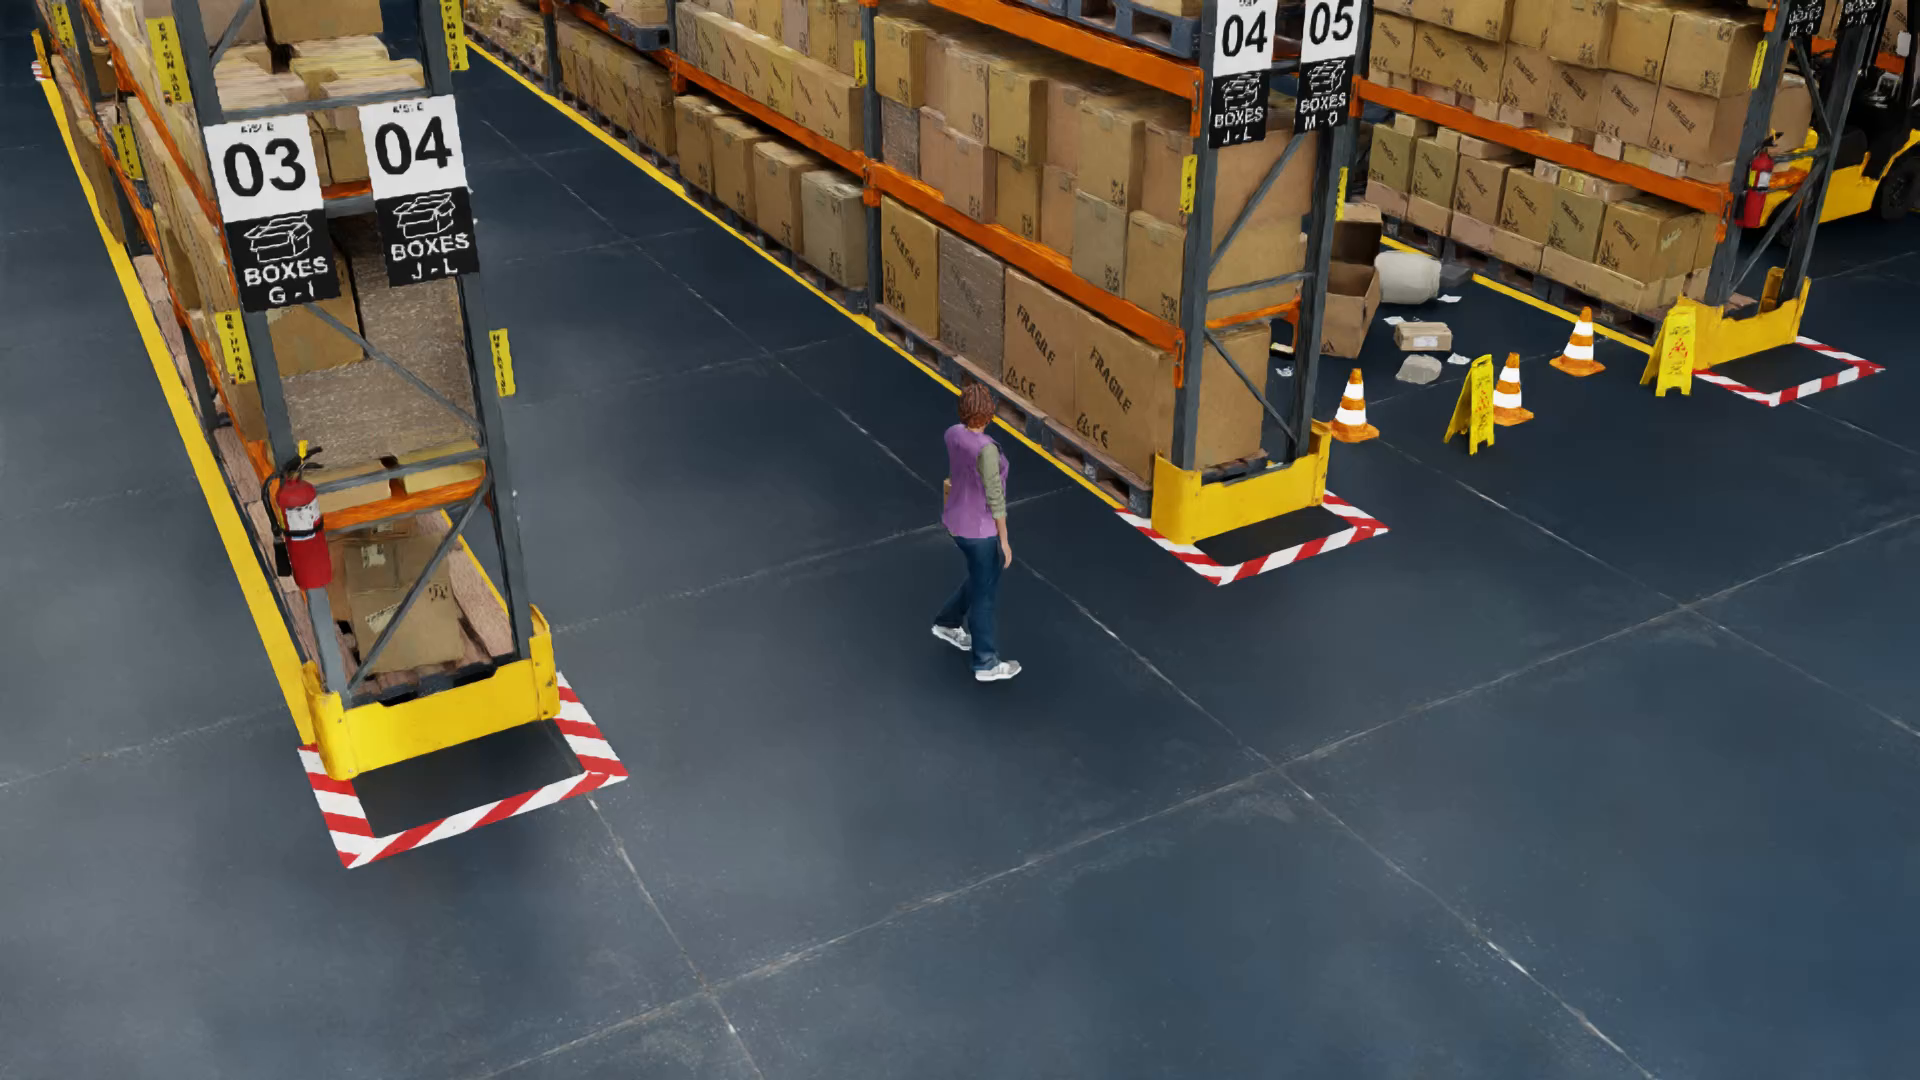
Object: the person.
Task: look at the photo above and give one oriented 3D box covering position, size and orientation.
[{"bbox_3d":[0.086,-0.038,8.650,0.372,1.569,0.526,-11,31,-19],"label":"person"}]
